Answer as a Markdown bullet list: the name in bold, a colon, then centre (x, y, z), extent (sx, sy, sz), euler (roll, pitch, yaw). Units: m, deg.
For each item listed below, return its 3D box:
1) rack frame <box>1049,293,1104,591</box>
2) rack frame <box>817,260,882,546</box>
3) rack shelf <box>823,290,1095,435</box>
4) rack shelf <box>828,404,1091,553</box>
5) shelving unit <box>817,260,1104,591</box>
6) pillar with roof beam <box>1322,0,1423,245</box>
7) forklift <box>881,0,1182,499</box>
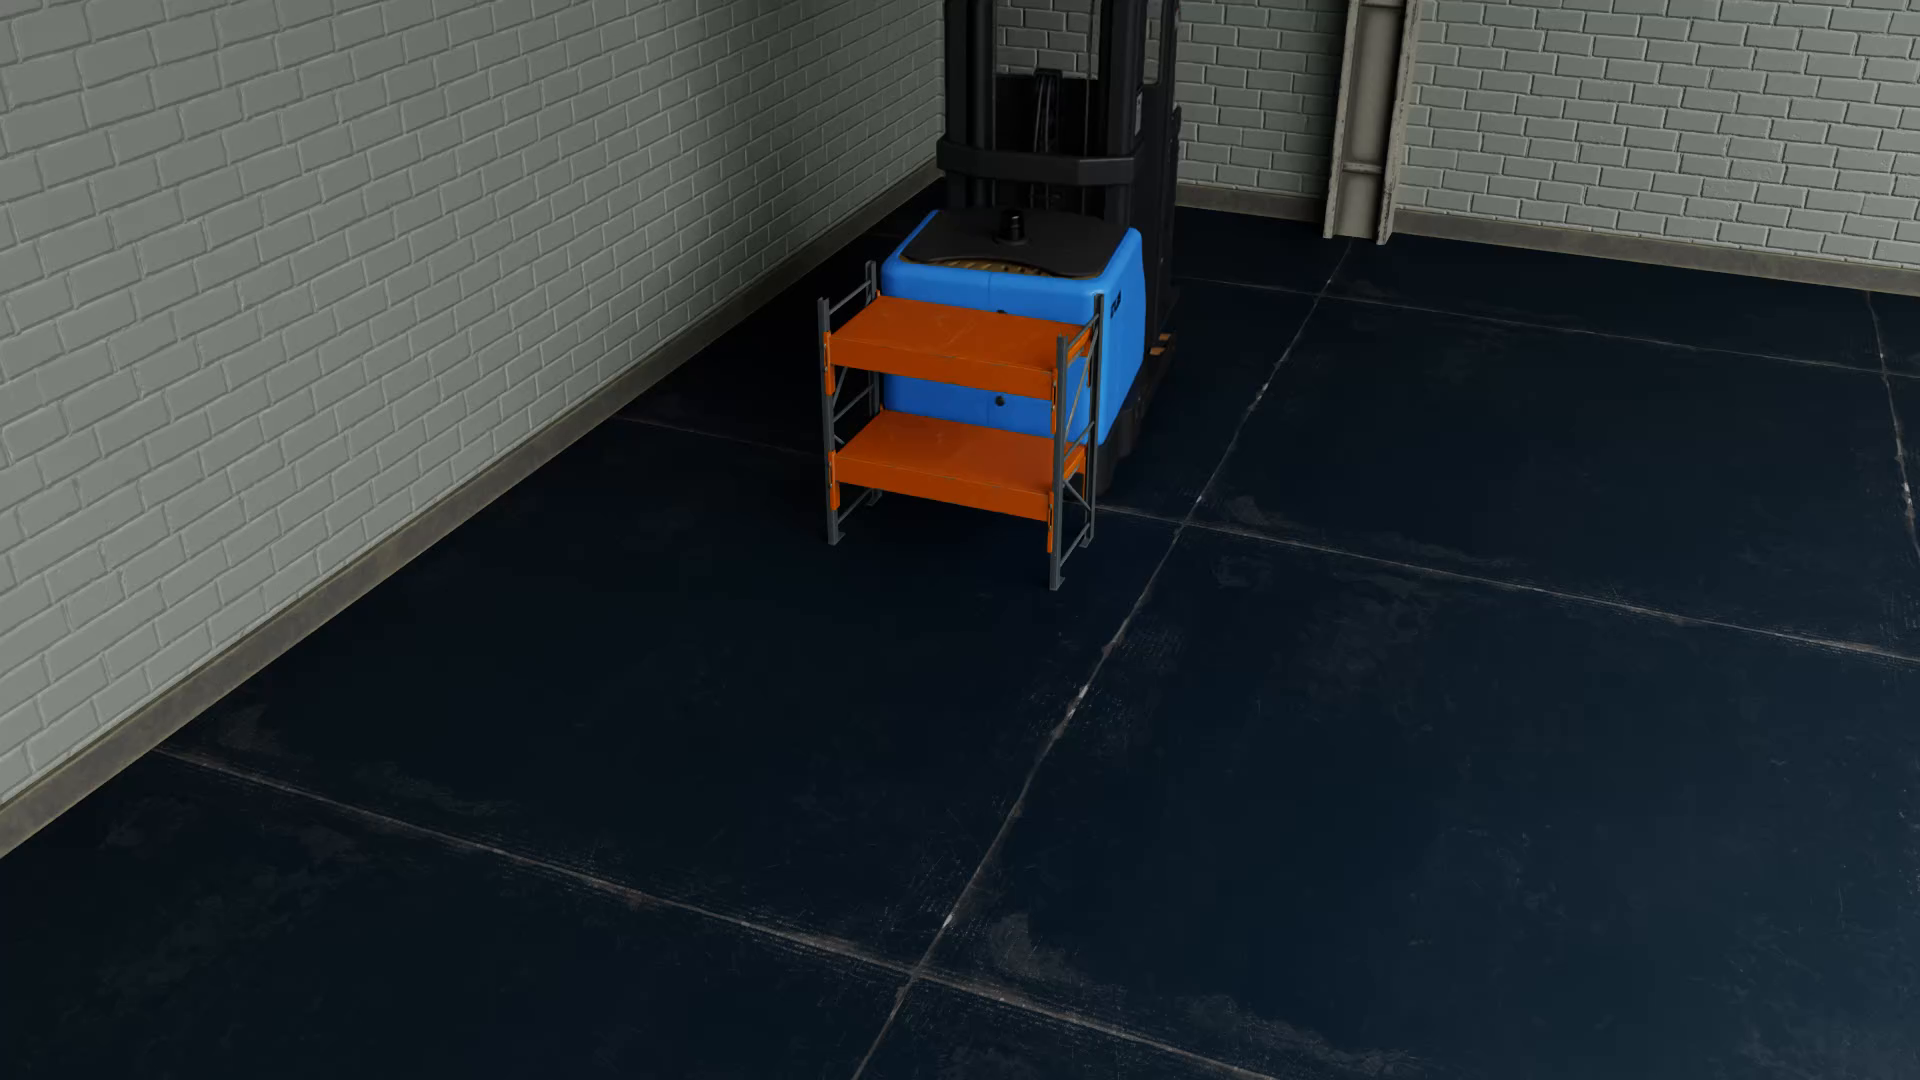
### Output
- **rack frame**: centre (0.477, -0.394, 6.805), extent (0.032, 1.125, 0.500), euler (11, 31, 19)
- **rack frame**: centre (-0.465, -0.582, 7.137), extent (0.032, 1.125, 0.500), euler (11, 31, 19)
- **rack shelf**: centre (0.006, -0.743, 6.827), extent (1.000, 0.278, 0.538), euler (11, 31, 19)
- **rack shelf**: centre (0.006, -0.276, 7.091), extent (1.000, 0.278, 0.538), euler (11, 31, 19)
- **shelving unit**: centre (0.006, -0.488, 6.971), extent (1.048, 1.125, 0.538), euler (11, 31, 19)
- **pillar with roof beam**: centre (0.952, -3.935, 5.067), extent (0.400, 9.000, 9.100), euler (11, 31, 19)
- **forklift**: centre (0.533, -2.172, 8.114), extent (1.130, 2.935, 3.031), euler (8, 30, 14)
